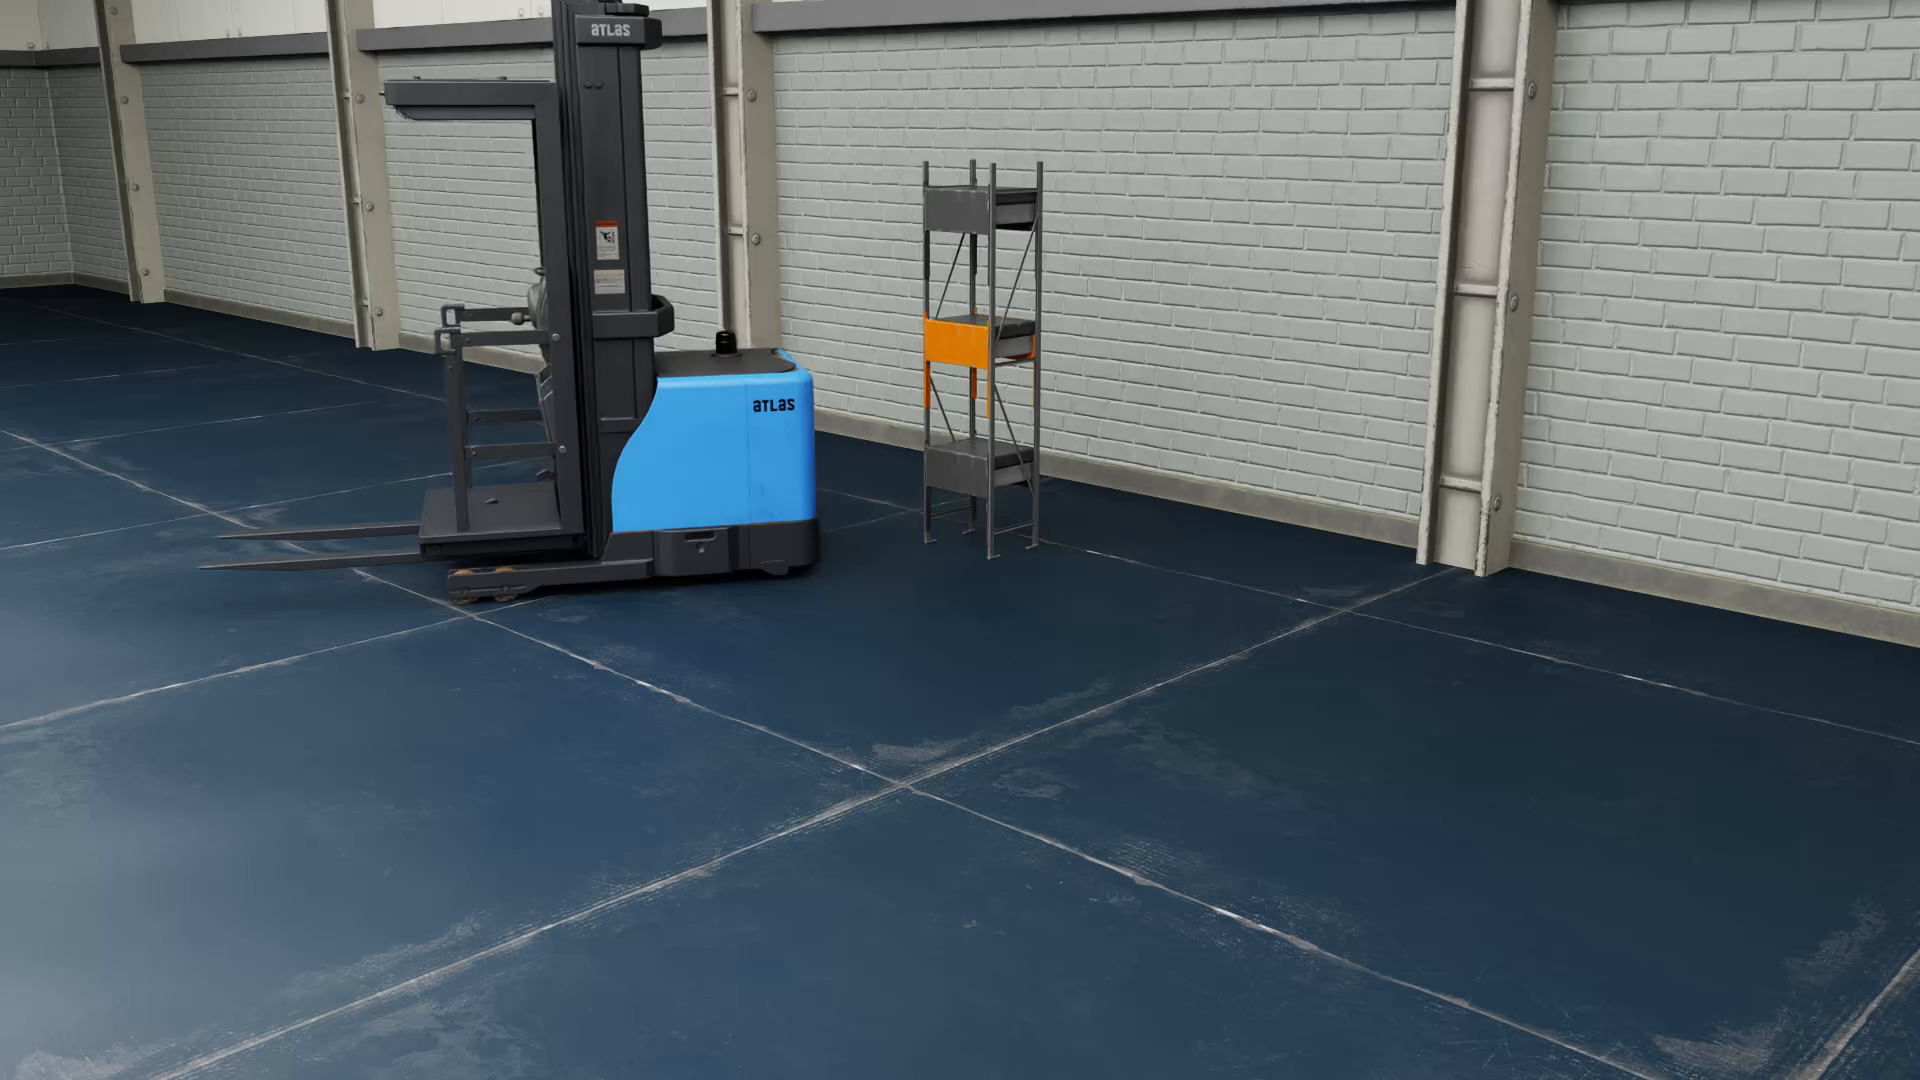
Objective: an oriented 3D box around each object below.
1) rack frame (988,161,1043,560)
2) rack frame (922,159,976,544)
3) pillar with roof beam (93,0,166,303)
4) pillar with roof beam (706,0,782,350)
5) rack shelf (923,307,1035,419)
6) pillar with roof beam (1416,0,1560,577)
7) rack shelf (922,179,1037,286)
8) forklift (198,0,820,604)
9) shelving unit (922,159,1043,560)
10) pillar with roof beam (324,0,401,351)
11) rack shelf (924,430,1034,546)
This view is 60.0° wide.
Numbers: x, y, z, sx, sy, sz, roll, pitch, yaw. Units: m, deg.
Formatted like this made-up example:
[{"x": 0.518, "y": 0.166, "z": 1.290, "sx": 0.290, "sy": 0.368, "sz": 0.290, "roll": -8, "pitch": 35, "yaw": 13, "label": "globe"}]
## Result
[{"x": 0.295, "y": -0.944, "z": 8.892, "sx": 0.015, "sy": 2.100, "sz": 0.400, "roll": 14, "pitch": 20, "yaw": 42, "label": "rack frame"}, {"x": -0.056, "y": -1.030, "z": 9.220, "sx": 0.015, "sy": 2.100, "sz": 0.400, "roll": 14, "pitch": 20, "yaw": 42, "label": "rack frame"}, {"x": -13.242, "y": -6.594, "z": 16.890, "sx": 0.400, "sy": 9.000, "sz": 9.100, "roll": 14, "pitch": 20, "yaw": 42, "label": "pillar with roof beam"}, {"x": -4.604, "y": -4.493, "z": 8.830, "sx": 0.400, "sy": 9.000, "sz": 9.100, "roll": 14, "pitch": 20, "yaw": 42, "label": "pillar with roof beam"}, {"x": 0.119, "y": -0.974, "z": 9.060, "sx": 0.480, "sy": 0.518, "sz": 0.431, "roll": 14, "pitch": 20, "yaw": 42, "label": "rack shelf"}, {"x": -0.285, "y": -3.443, "z": 4.800, "sx": 0.400, "sy": 9.000, "sz": 9.100, "roll": 14, "pitch": 20, "yaw": 42, "label": "pillar with roof beam"}, {"x": 0.119, "y": -1.651, "z": 8.883, "sx": 0.480, "sy": 0.518, "sz": 0.431, "roll": 14, "pitch": 20, "yaw": 42, "label": "rack shelf"}, {"x": -2.311, "y": -1.250, "z": 8.417, "sx": 3.031, "sy": 2.935, "sz": 1.130, "roll": -4, "pitch": 15, "yaw": -15, "label": "forklift"}, {"x": 0.119, "y": -0.987, "z": 9.056, "sx": 0.503, "sy": 2.100, "sz": 0.431, "roll": 14, "pitch": 20, "yaw": 42, "label": "shelving unit"}, {"x": -8.923, "y": -5.544, "z": 12.860, "sx": 0.400, "sy": 9.000, "sz": 9.100, "roll": 14, "pitch": 20, "yaw": 42, "label": "pillar with roof beam"}, {"x": 0.119, "y": -0.297, "z": 9.236, "sx": 0.480, "sy": 0.518, "sz": 0.431, "roll": 14, "pitch": 20, "yaw": 42, "label": "rack shelf"}]
